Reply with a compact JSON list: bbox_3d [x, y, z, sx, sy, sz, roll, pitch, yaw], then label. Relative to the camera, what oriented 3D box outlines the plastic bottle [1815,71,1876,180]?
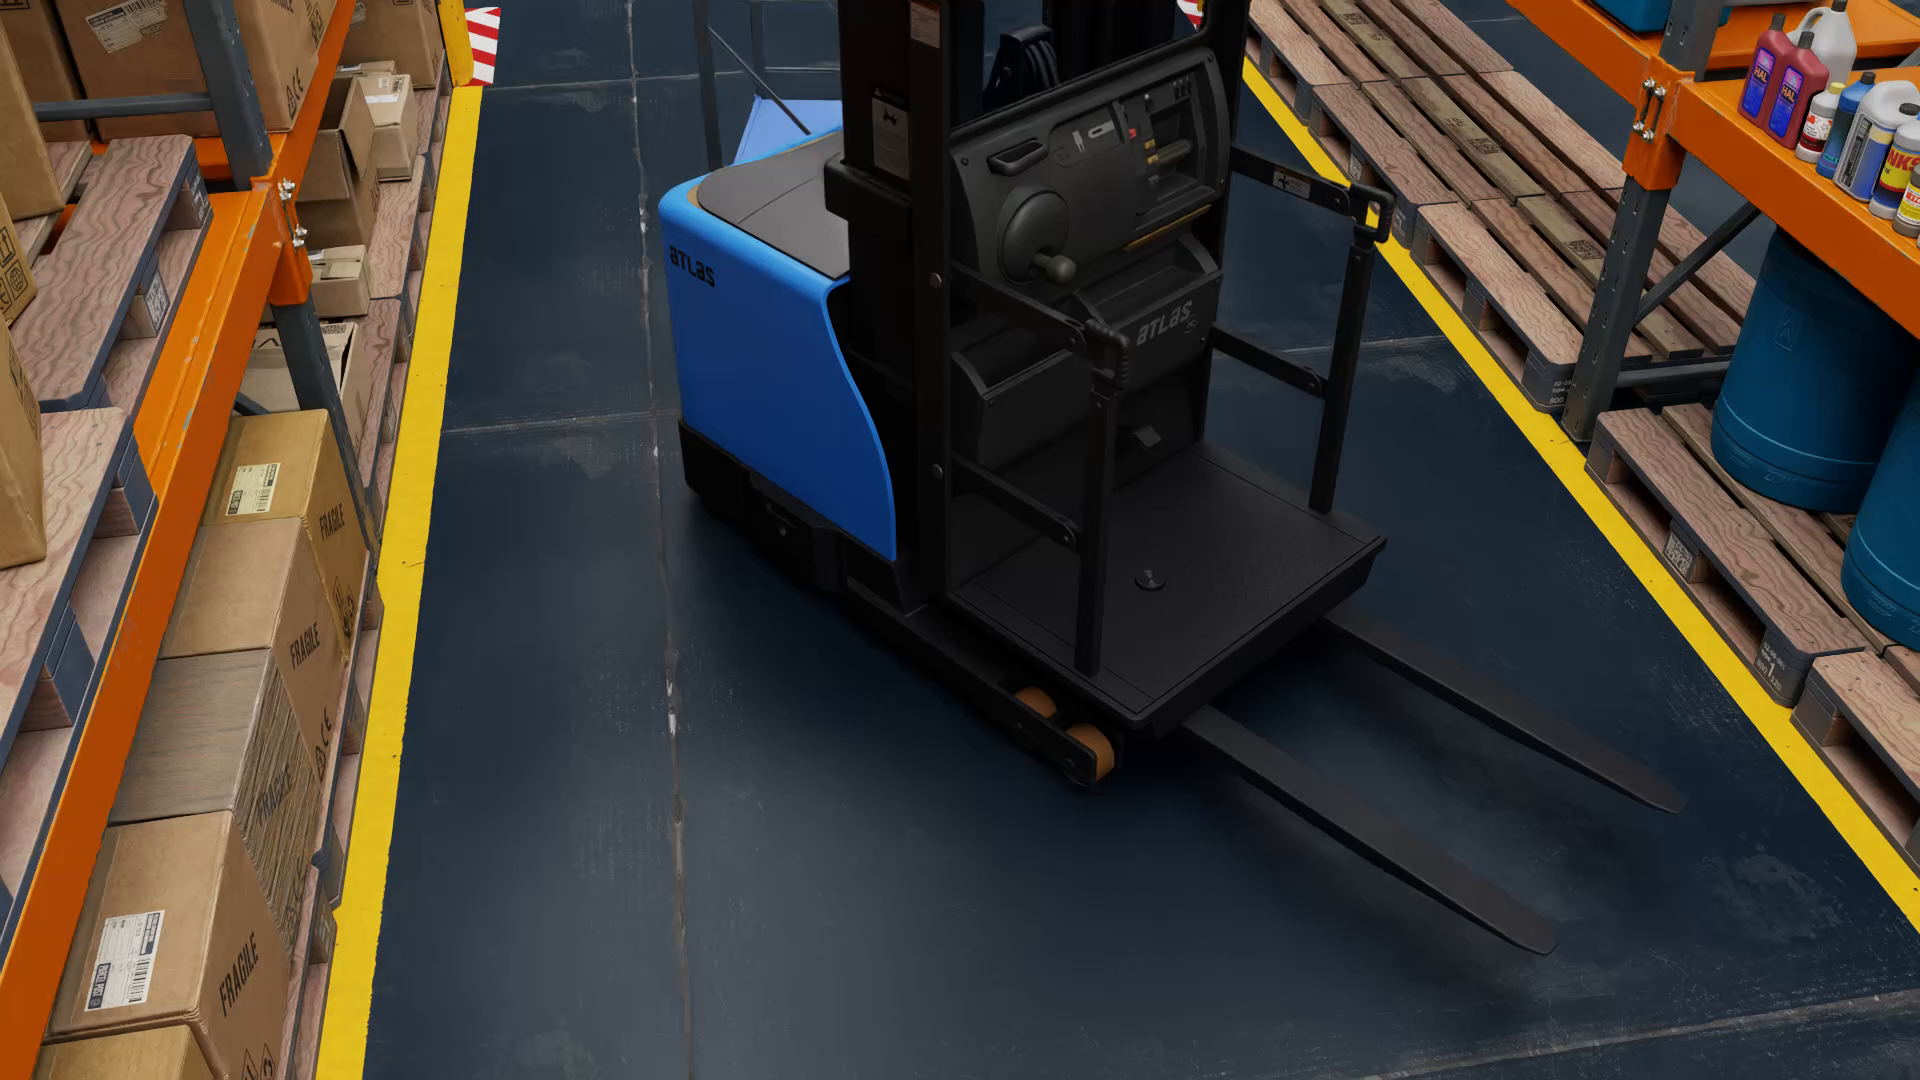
[{"bbox_3d":[2.302,-1.073,4.291,0.097,0.271,0.097,0,38,0],"label":"plastic bottle"}]

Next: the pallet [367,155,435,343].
[{"bbox_3d":[-2.635,-1.120,6.520,1.003,0.211,1.213,-6,38,-8],"label":"pallet"}]

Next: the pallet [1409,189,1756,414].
[{"bbox_3d":[2.412,-0.937,6.284,1.003,0.211,1.213,-6,38,-8],"label":"pallet"}]

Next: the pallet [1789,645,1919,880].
[{"bbox_3d":[2.891,0.712,4.162,1.003,0.211,1.213,-6,38,-8],"label":"pallet"}]

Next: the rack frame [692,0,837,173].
[{"bbox_3d":[-0.575,-1.156,5.515,0.500,1.500,0.032,2,38,2],"label":"rack frame"}]

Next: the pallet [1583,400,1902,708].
[{"bbox_3d":[2.673,-0.027,5.112,1.003,0.211,1.213,-6,38,-8],"label":"pallet"}]

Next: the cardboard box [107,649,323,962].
[{"bbox_3d":[-1.764,0.615,3.692,0.500,0.500,0.500,-6,38,-7],"label":"cardboard box"}]

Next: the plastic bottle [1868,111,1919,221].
[{"bbox_3d":[2.343,-0.933,4.111,0.097,0.271,0.097,0,38,0],"label":"plastic bottle"}]

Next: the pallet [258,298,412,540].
[{"bbox_3d":[-2.418,-0.382,5.569,1.003,0.211,1.213,-6,38,-8],"label":"pallet"}]

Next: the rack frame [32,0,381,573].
[{"bbox_3d":[-2.298,-1.068,4.180,1.000,3.000,0.127,-6,38,-8],"label":"rack frame"}]

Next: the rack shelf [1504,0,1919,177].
[{"bbox_3d":[2.229,-2.522,6.638,1.077,0.370,4.000,-6,38,-8],"label":"rack shelf"}]

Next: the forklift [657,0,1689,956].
[{"bbox_3d":[0.493,-0.867,3.977,1.130,2.935,3.031,-31,47,-33],"label":"forklift"}]

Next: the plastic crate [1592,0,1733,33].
[{"bbox_3d":[2.162,-1.861,5.165,0.392,0.384,0.575,-6,38,-8],"label":"plastic crate"}]

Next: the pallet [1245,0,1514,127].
[{"bbox_3d":[1.984,-2.411,8.181,1.003,0.211,1.213,-6,38,-8],"label":"pallet"}]

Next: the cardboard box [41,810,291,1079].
[{"bbox_3d":[-1.672,0.922,3.297,0.500,0.500,0.500,-7,38,-9],"label":"cardboard box"}]

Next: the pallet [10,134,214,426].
[{"bbox_3d":[-2.265,-0.498,3.602,1.003,0.211,1.213,-6,38,-8],"label":"pallet"}]

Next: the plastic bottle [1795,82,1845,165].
[{"bbox_3d":[2.285,-1.104,4.389,0.097,0.201,0.097,0,38,0],"label":"plastic bottle"}]

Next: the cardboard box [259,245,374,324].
[{"bbox_3d":[-2.320,-0.921,5.941,0.380,0.166,0.250,-6,38,-8],"label":"cardboard box"}]

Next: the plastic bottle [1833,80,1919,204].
[{"bbox_3d":[2.349,-1.008,4.204,0.152,0.276,0.135,-6,38,-8],"label":"plastic bottle"}]

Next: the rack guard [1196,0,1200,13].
[{"bbox_3d":[1.861,-3.041,8.756,1.175,0.500,0.348,-6,38,-8],"label":"rack guard"}]

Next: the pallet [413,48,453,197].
[{"bbox_3d":[-2.845,-1.855,7.466,1.003,0.211,1.213,-6,38,-8],"label":"pallet"}]

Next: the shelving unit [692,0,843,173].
[{"bbox_3d":[-0.553,-1.467,5.916,0.538,1.500,1.048,2,38,2],"label":"shelving unit"}]

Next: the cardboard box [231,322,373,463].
[{"bbox_3d":[-2.159,-0.457,5.226,0.500,0.311,0.500,-6,38,-8],"label":"cardboard box"}]

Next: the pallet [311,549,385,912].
[{"bbox_3d":[-2.118,0.520,4.408,1.003,0.211,1.213,-6,38,-8],"label":"pallet"}]

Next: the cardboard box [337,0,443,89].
[{"bbox_3d":[-2.662,-2.369,7.533,0.500,0.500,0.500,-6,38,-8],"label":"cardboard box"}]

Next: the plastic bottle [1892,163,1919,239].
[{"bbox_3d":[2.360,-0.847,4.057,0.097,0.201,0.097,0,38,0],"label":"plastic bottle"}]

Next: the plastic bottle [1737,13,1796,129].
[{"bbox_3d":[2.223,-1.285,4.554,0.061,0.283,0.133,-6,38,-8],"label":"plastic bottle"}]

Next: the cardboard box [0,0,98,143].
[{"bbox_3d":[-2.638,-1.382,4.502,0.500,0.500,0.500,-6,38,-7],"label":"cardboard box"}]

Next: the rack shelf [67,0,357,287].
[{"bbox_3d":[-2.649,-1.992,5.955,1.077,0.370,4.000,-6,38,-8],"label":"rack shelf"}]

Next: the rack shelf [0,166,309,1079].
[{"bbox_3d":[-1.947,0.424,2.846,1.077,0.370,4.000,-6,38,-8],"label":"rack shelf"}]

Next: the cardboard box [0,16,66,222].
[{"bbox_3d":[-2.435,-0.963,3.621,0.700,0.500,0.500,-19,42,-23],"label":"cardboard box"}]

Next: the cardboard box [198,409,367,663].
[{"bbox_3d":[-1.929,0.013,4.468,0.500,0.500,0.500,-6,38,-8],"label":"cardboard box"}]

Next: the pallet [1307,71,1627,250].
[{"bbox_3d":[2.195,-1.676,7.235,1.003,0.211,1.213,-6,38,-8],"label":"pallet"}]

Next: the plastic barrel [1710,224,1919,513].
[{"bbox_3d":[2.658,-0.605,4.952,0.600,0.901,0.708,-6,38,-8],"label":"plastic barrel"}]

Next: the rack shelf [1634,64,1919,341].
[{"bbox_3d":[2.930,-0.106,3.528,1.077,0.370,4.000,-6,38,-8],"label":"rack shelf"}]

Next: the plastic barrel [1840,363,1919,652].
[{"bbox_3d":[2.782,-0.178,4.402,0.600,0.901,0.708,-6,38,-8],"label":"plastic barrel"}]

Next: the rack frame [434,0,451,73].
[{"bbox_3d":[-2.999,-3.484,7.290,1.000,3.000,0.127,-6,38,-8],"label":"rack frame"}]

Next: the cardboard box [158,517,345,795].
[{"bbox_3d":[-1.851,0.312,4.082,0.500,0.500,0.500,-6,38,-8],"label":"cardboard box"}]

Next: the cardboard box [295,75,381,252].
[{"bbox_3d":[-2.633,-1.390,6.271,0.797,0.503,0.637,-6,38,-8],"label":"cardboard box"}]

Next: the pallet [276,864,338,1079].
[{"bbox_3d":[-1.901,1.259,3.458,1.003,0.211,1.213,-6,38,-8],"label":"pallet"}]

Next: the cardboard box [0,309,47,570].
[{"bbox_3d":[-1.928,-0.213,2.655,0.700,0.500,0.500,-16,41,-19],"label":"cardboard box"}]

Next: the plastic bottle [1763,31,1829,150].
[{"bbox_3d":[2.247,-1.205,4.451,0.061,0.283,0.133,-6,38,-8],"label":"plastic bottle"}]

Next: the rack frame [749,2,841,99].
[{"bbox_3d":[-0.531,-1.779,6.317,0.500,1.500,0.032,2,38,2],"label":"rack frame"}]

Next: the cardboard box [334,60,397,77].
[{"bbox_3d":[-2.679,-1.983,7.308,0.380,0.166,0.250,-6,38,-8],"label":"cardboard box"}]

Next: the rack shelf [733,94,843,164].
[{"bbox_3d":[-0.553,-1.325,6.027,0.538,0.185,1.000,2,38,2],"label":"rack shelf"}]

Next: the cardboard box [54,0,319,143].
[{"bbox_3d":[-2.119,-1.445,4.583,0.500,0.500,0.500,-5,38,-7],"label":"cardboard box"}]

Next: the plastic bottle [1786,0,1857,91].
[{"bbox_3d":[2.329,-1.307,4.528,0.144,0.351,0.185,-6,38,-8],"label":"plastic bottle"}]

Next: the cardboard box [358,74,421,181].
[{"bbox_3d":[-2.525,-1.693,6.867,0.500,0.250,0.500,-6,38,-8],"label":"cardboard box"}]

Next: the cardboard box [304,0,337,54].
[{"bbox_3d":[-2.212,-1.754,4.981,0.500,0.500,0.500,-6,38,-7],"label":"cardboard box"}]

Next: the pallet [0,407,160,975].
[{"bbox_3d":[-1.942,0.250,2.640,1.003,0.211,1.213,-6,38,-8],"label":"pallet"}]

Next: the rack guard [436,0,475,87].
[{"bbox_3d":[-2.986,-2.451,7.997,1.175,0.500,0.348,-6,38,-8],"label":"rack guard"}]

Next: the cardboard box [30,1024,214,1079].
[{"bbox_3d":[-1.576,1.237,2.892,0.500,0.500,0.500,-7,38,-9],"label":"cardboard box"}]

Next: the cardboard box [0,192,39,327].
[{"bbox_3d":[-2.252,-0.555,3.095,0.700,0.500,0.500,-1,38,-1],"label":"cardboard box"}]

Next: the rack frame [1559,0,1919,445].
[{"bbox_3d":[2.579,-1.599,4.863,1.000,3.000,0.127,-6,38,-8],"label":"rack frame"}]

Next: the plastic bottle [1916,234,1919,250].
[{"bbox_3d":[2.377,-0.788,3.981,0.097,0.201,0.097,0,38,0],"label":"plastic bottle"}]
